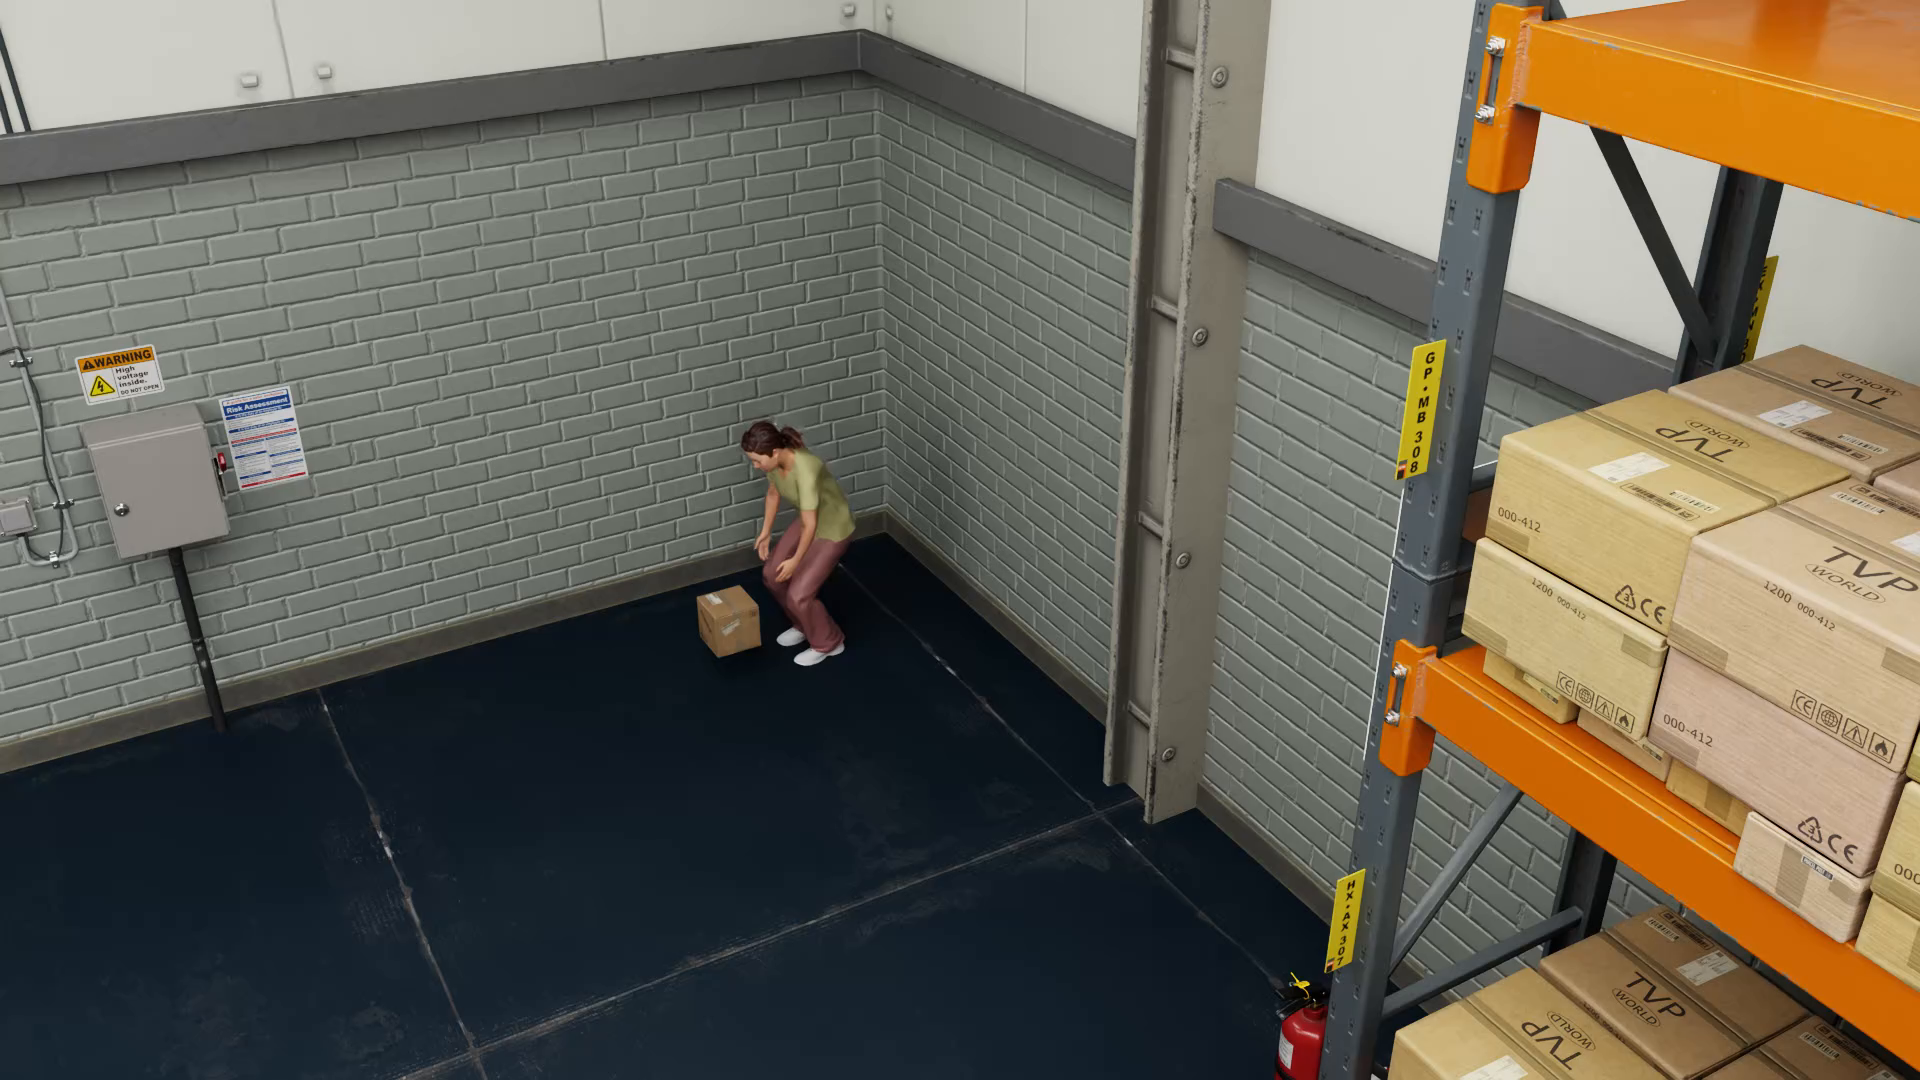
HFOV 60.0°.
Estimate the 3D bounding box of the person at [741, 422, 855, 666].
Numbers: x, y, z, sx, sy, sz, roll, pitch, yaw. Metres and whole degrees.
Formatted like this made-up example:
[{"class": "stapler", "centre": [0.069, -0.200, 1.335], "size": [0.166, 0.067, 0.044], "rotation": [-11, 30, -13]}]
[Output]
[{"class": "person", "centre": [-0.840, -0.005, 8.813], "size": [0.596, 1.444, 0.507], "rotation": [-16, 33, -26]}]
